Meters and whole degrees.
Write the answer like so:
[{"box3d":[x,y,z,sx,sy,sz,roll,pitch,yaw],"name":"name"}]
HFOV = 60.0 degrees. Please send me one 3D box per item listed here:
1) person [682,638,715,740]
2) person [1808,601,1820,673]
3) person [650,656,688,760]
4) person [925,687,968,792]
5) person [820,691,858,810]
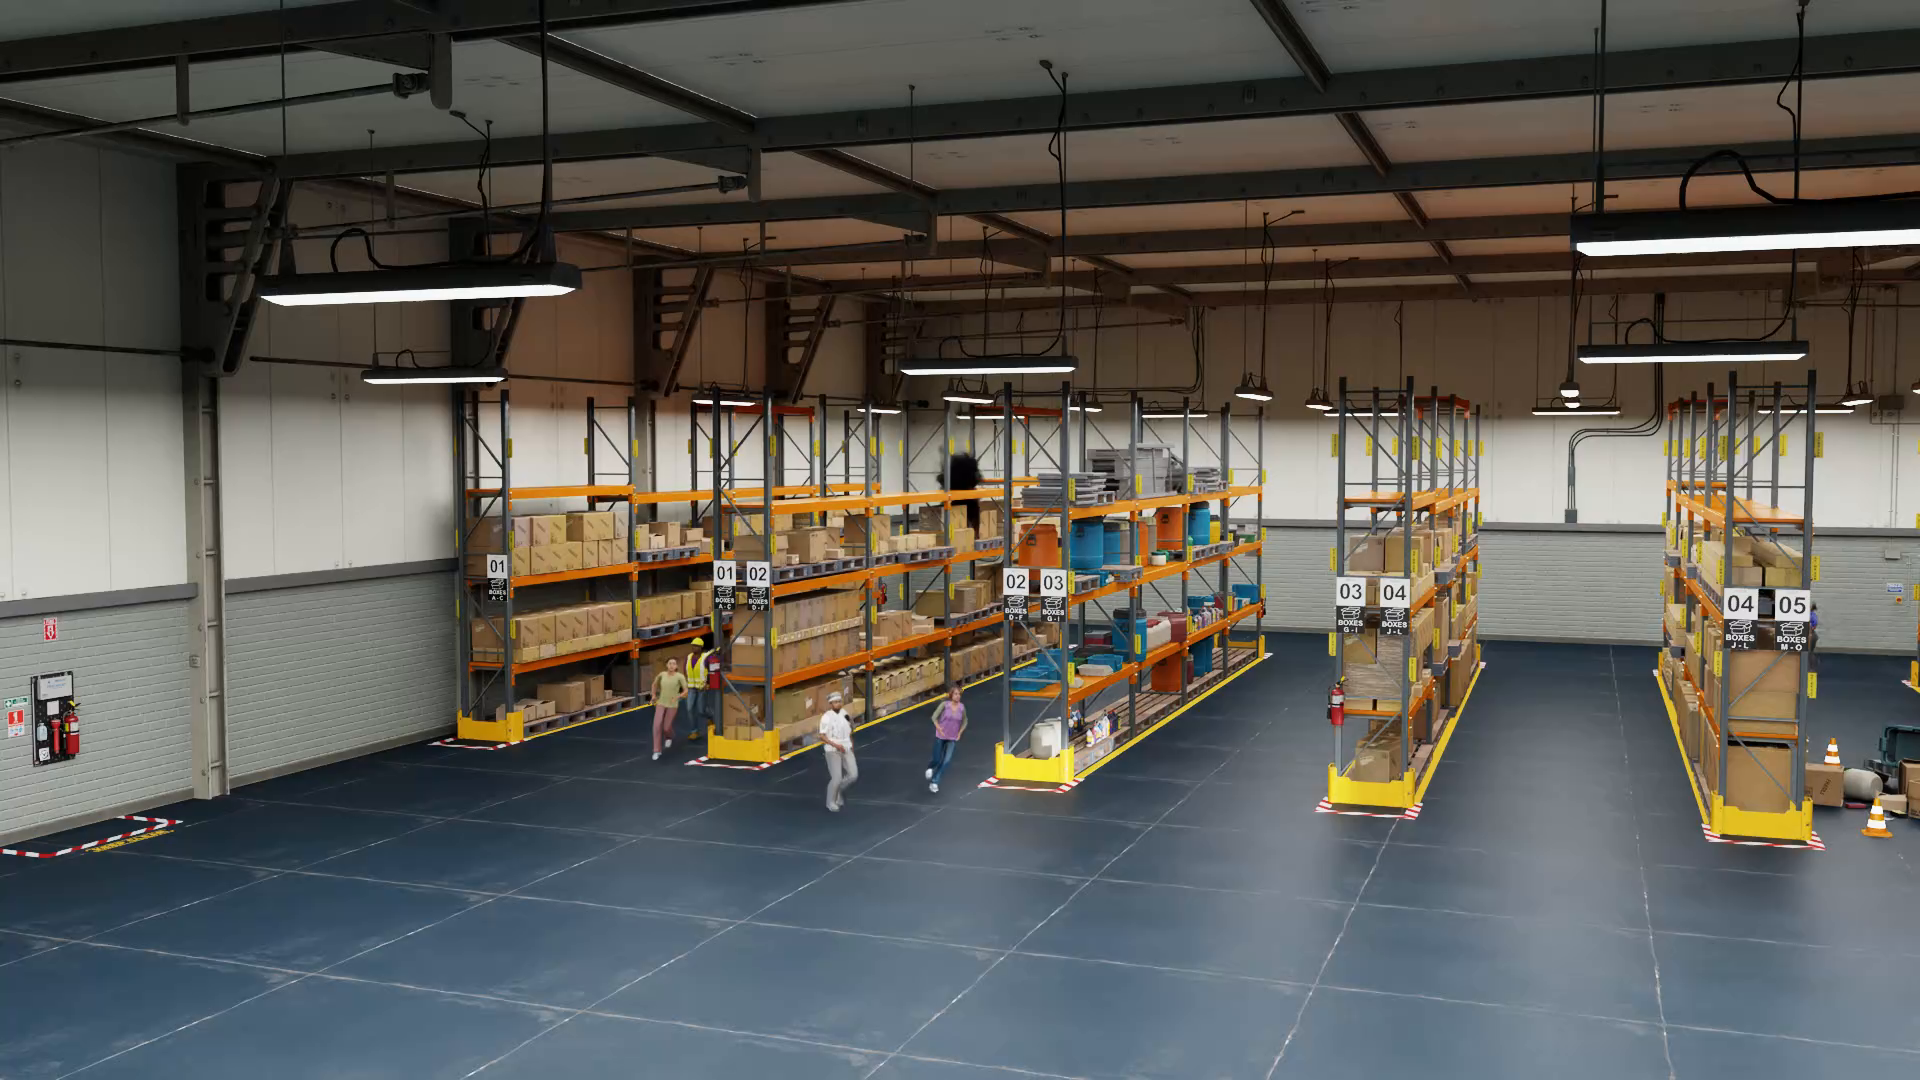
[{"box3d":[-4.505,2.553,28.827,0.719,1.736,0.756,1,3,17],"name":"person"},{"box3d":[18.824,2.156,36.922,0.536,1.609,0.549,1,3,19],"name":"person"},{"box3d":[-4.727,2.717,27.077,0.613,1.637,0.792,0,3,6],"name":"person"},{"box3d":[-0.177,2.904,24.466,0.592,1.517,0.589,-1,3,-12],"name":"person"},{"box3d":[-1.652,2.909,22.939,0.590,1.661,0.544,-2,4,-38],"name":"person"}]
